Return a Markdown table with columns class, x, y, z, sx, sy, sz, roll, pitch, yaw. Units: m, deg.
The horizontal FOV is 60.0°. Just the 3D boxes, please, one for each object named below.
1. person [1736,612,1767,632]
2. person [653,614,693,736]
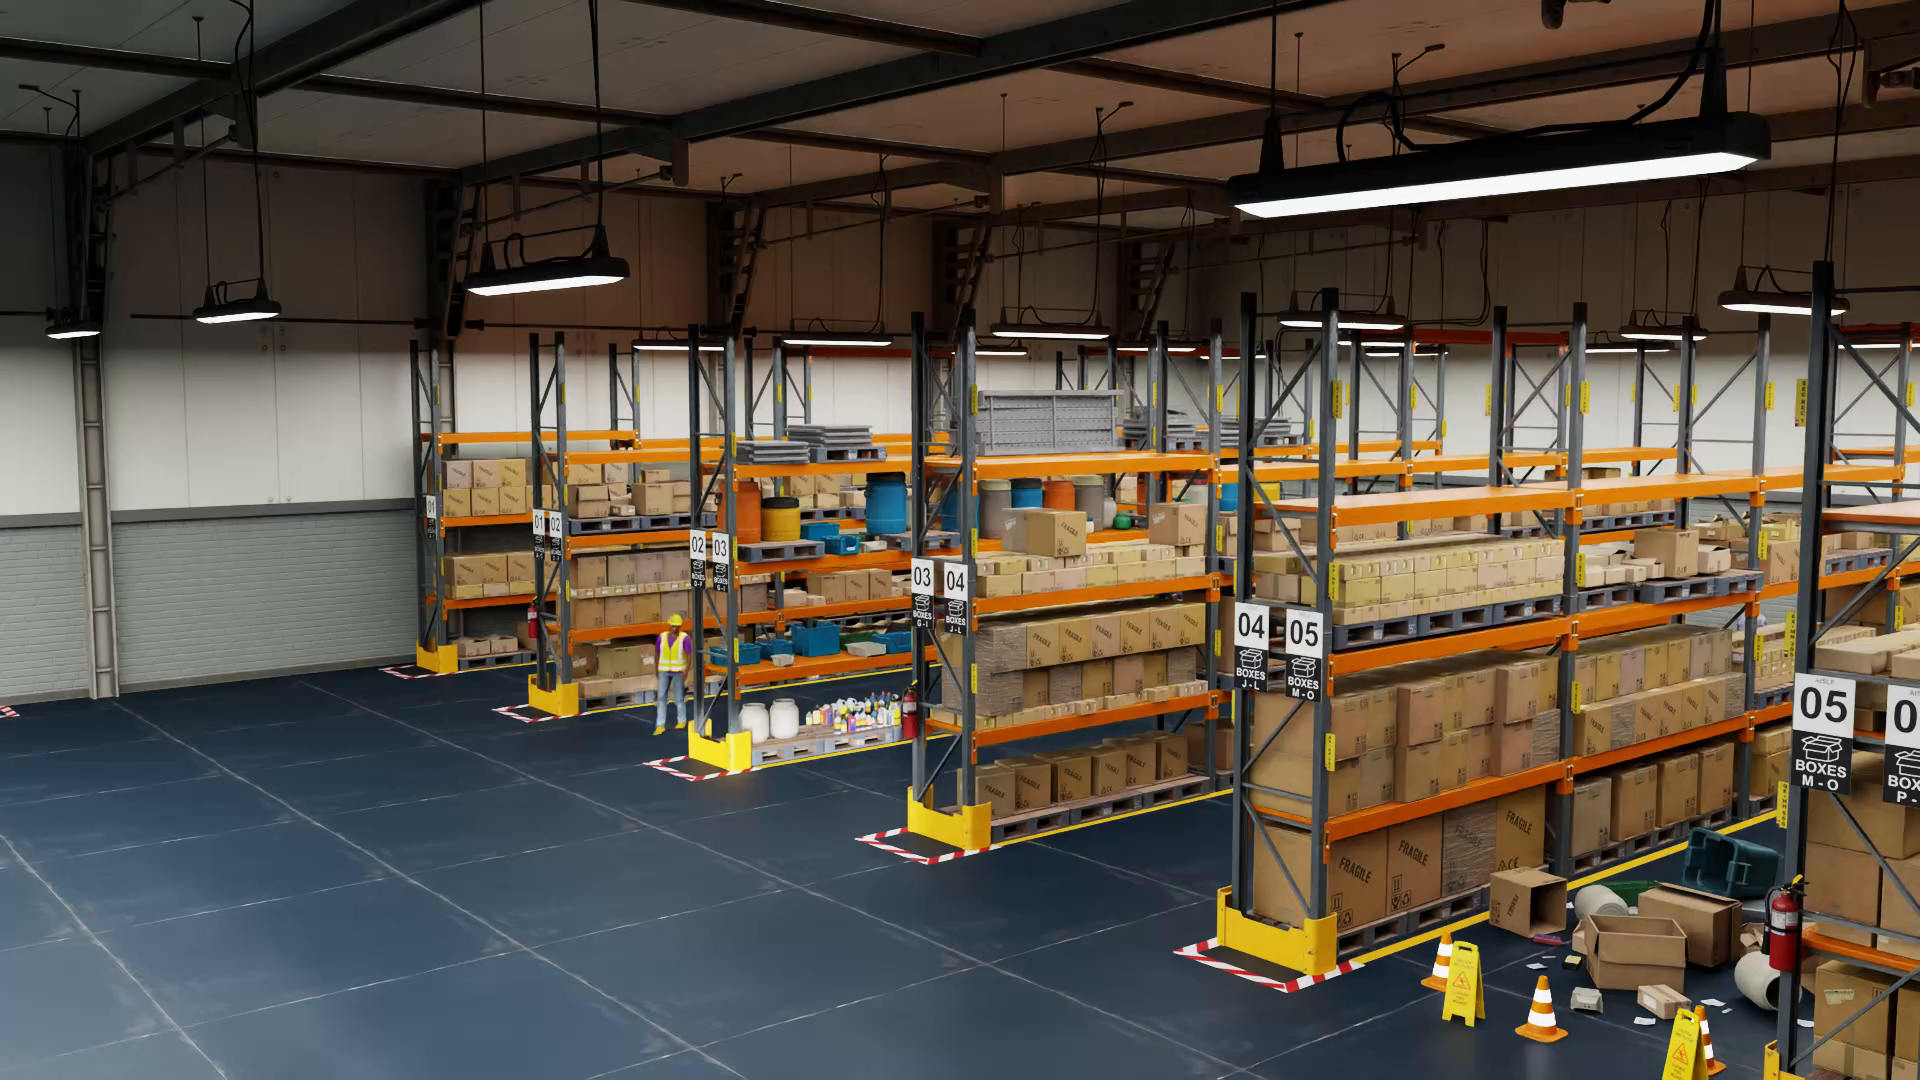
| class | x | y | z | sx | sy | sz | roll | pitch | yaw |
| --- | --- | --- | --- | --- | --- | --- | --- | --- | --- |
| person | 13.219 | 1.777 | 27.818 | 0.503 | 1.611 | 0.942 | 3 | 6 | 28 |
| person | -4.326 | 2.009 | 24.909 | 0.599 | 1.764 | 0.796 | 0 | 5 | 2 |
